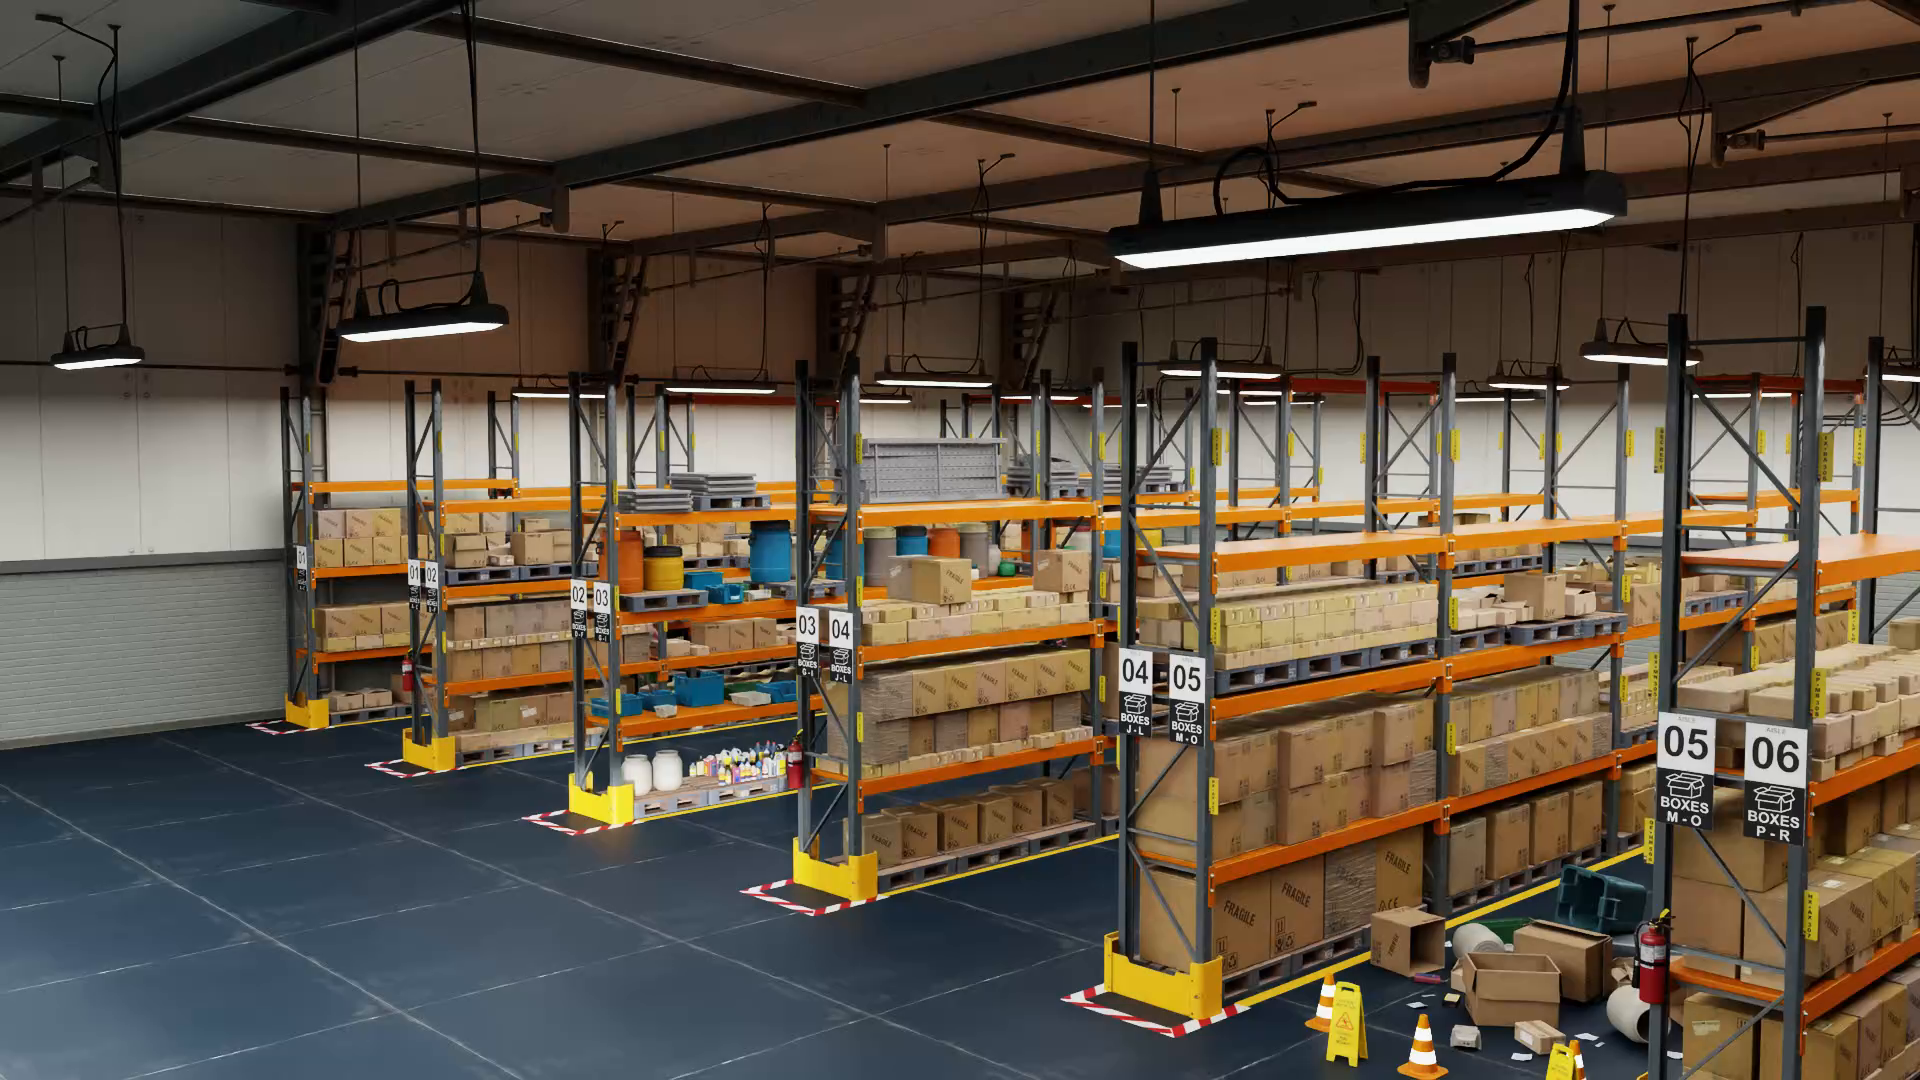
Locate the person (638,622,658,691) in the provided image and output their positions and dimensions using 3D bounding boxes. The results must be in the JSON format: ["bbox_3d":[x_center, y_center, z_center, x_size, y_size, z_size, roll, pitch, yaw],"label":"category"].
[{"bbox_3d":[-5.941,2.220,31.870,0.497,1.782,0.554,0,4,-7],"label":"person"}]
